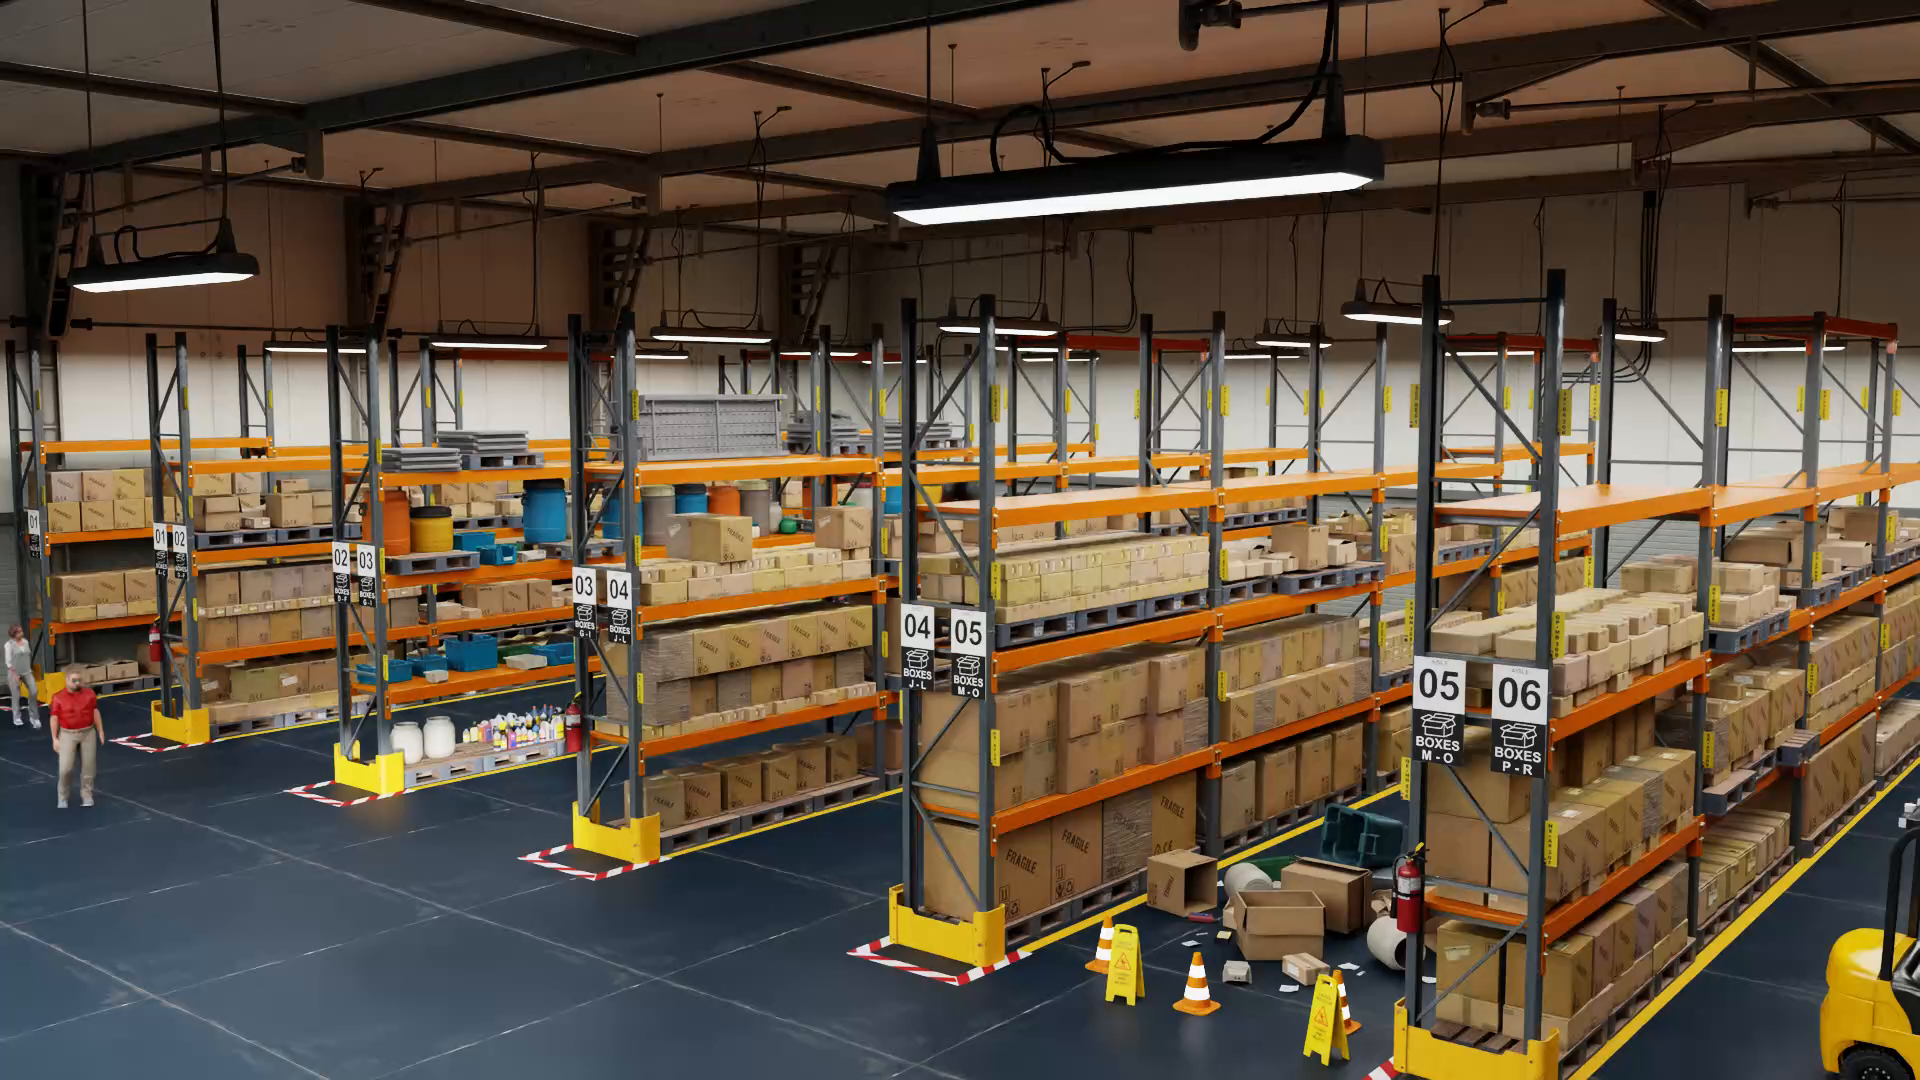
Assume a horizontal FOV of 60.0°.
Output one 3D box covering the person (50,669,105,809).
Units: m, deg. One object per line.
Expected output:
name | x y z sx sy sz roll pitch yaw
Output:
person | -10.972 2.495 20.698 0.590 1.794 0.397 -4 7 -39

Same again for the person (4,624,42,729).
person | -14.377 2.086 25.413 0.576 1.617 0.413 5 7 42
